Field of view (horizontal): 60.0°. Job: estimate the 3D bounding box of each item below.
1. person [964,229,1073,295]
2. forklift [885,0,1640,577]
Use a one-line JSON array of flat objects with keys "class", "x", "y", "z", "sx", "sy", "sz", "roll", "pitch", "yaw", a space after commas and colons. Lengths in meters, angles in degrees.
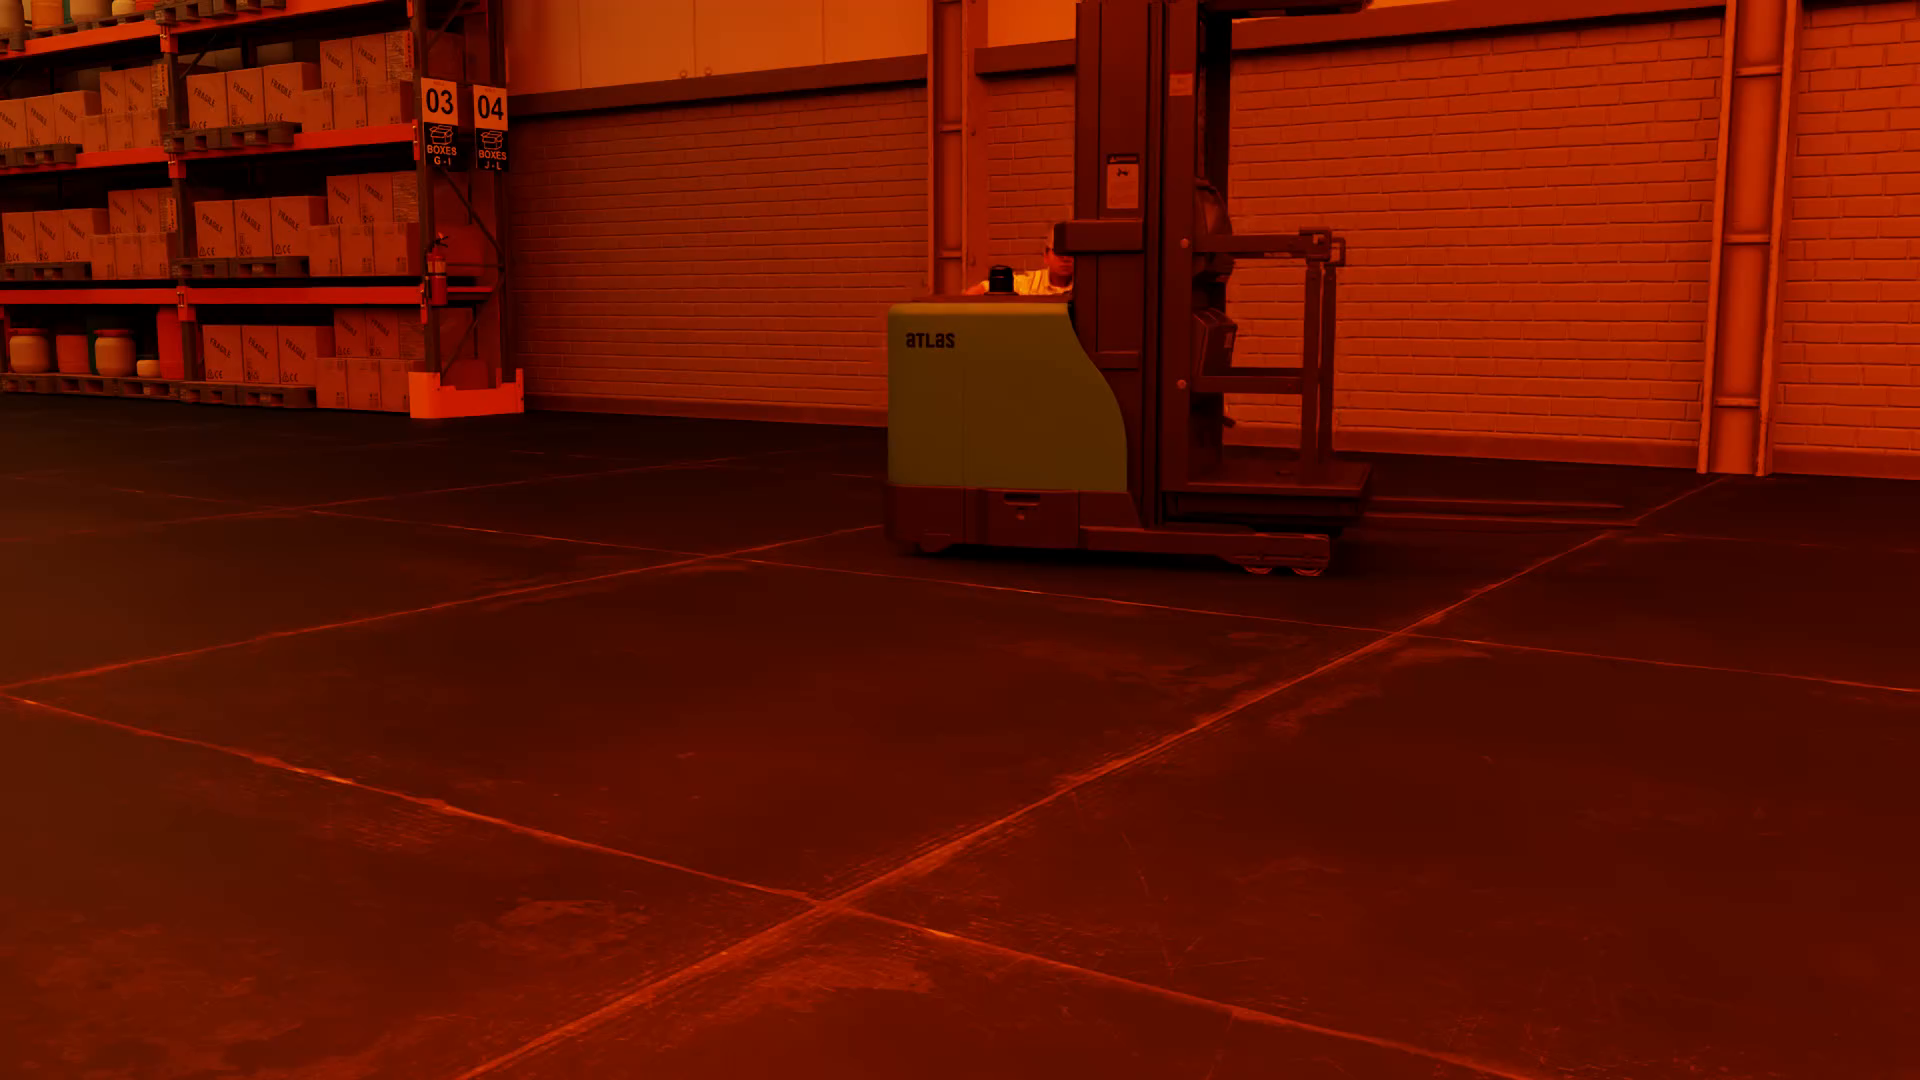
[{"class": "person", "x": 0.444, "y": -0.788, "z": 7.927, "sx": 0.973, "sy": 1.409, "sz": 0.822, "roll": -1, "pitch": 8, "yaw": -10}, {"class": "forklift", "x": 1.254, "y": -1.389, "z": 6.958, "sx": 3.031, "sy": 2.935, "sz": 1.130, "roll": 2, "pitch": 8, "yaw": 16}]
